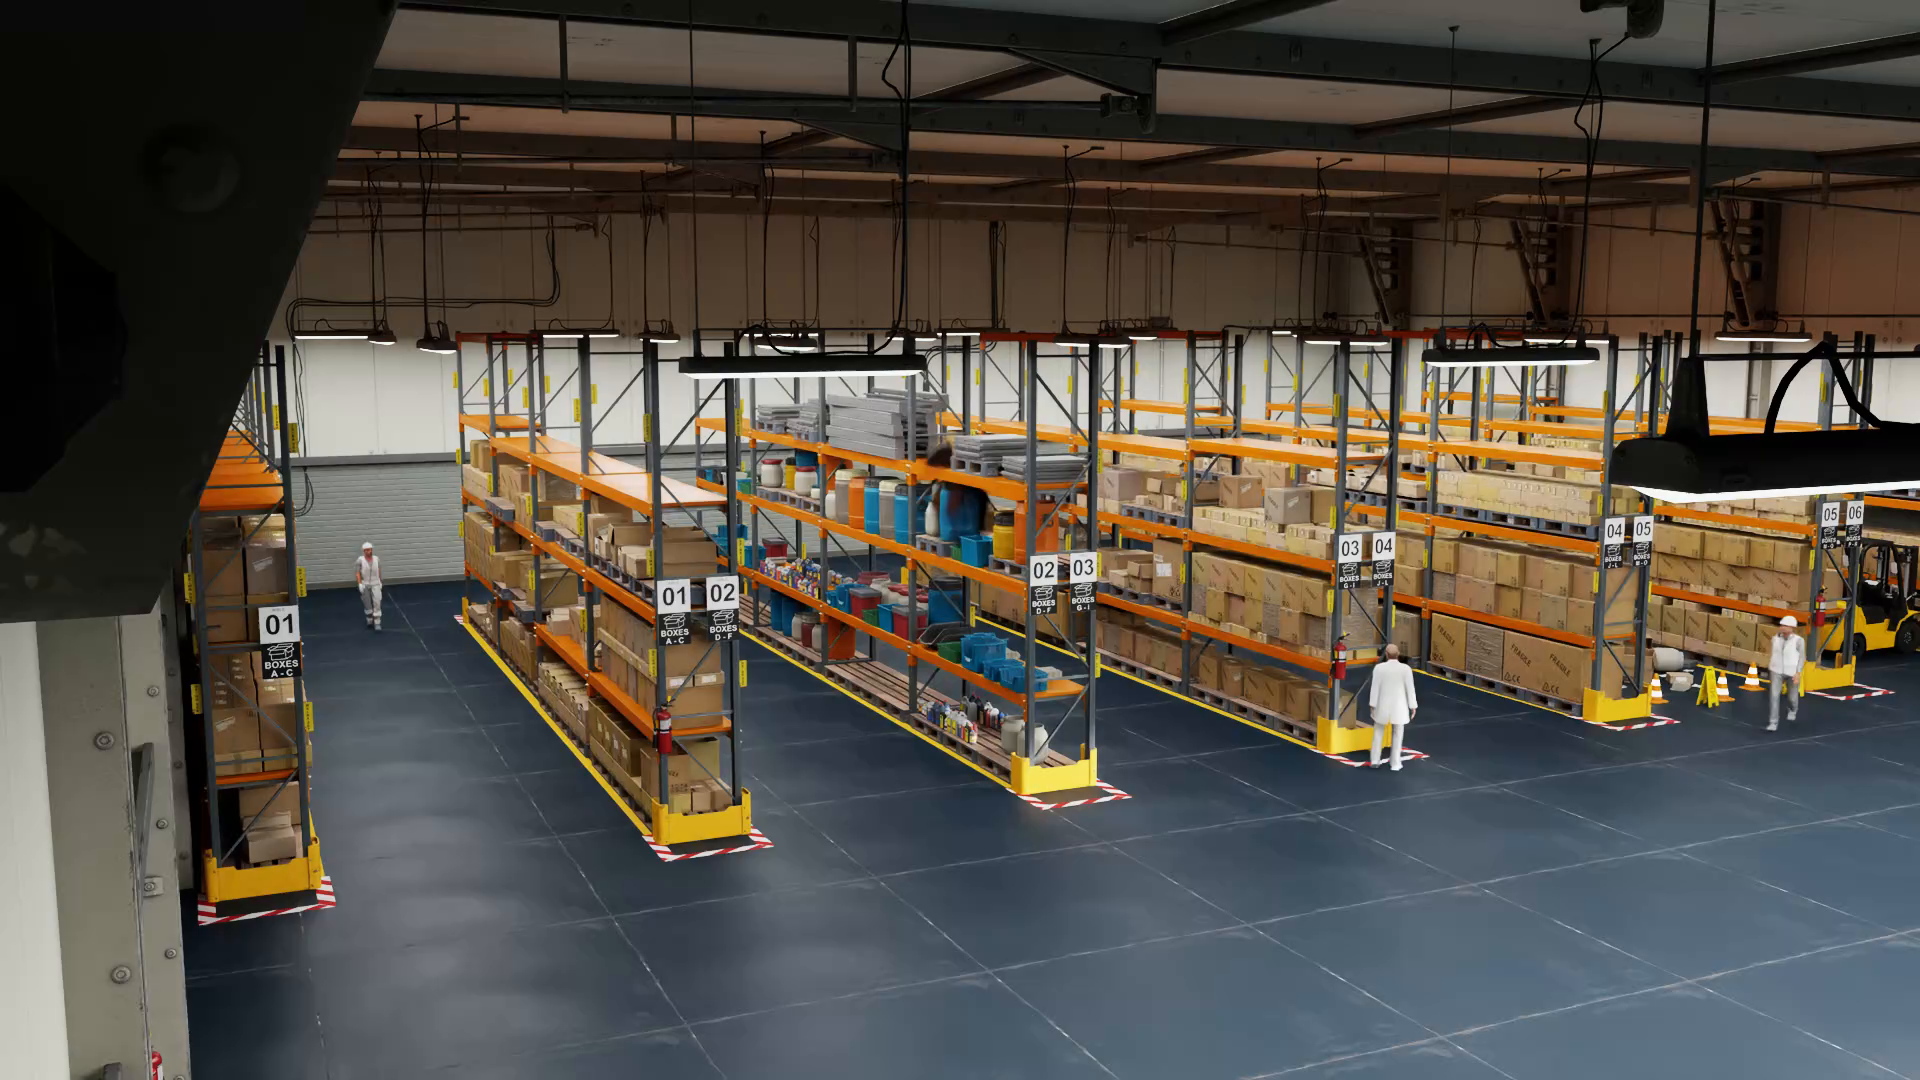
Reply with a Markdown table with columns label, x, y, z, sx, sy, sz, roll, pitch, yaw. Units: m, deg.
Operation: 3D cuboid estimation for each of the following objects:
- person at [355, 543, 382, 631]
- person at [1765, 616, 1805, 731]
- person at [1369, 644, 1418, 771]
| label | x | y | z | sx | sy | sz | roll | pitch | yaw |
| --- | --- | --- | --- | --- | --- | --- | --- | --- | --- |
| person | -11.929 | 0.918 | 33.532 | 0.495 | 1.734 | 0.978 | -2 | 8 | -18 |
| person | 12.699 | 2.029 | 25.562 | 0.505 | 1.747 | 0.982 | 5 | 9 | 30 |
| person | 6.064 | 2.346 | 23.256 | 0.651 | 1.827 | 0.391 | 3 | 8 | 19 |
